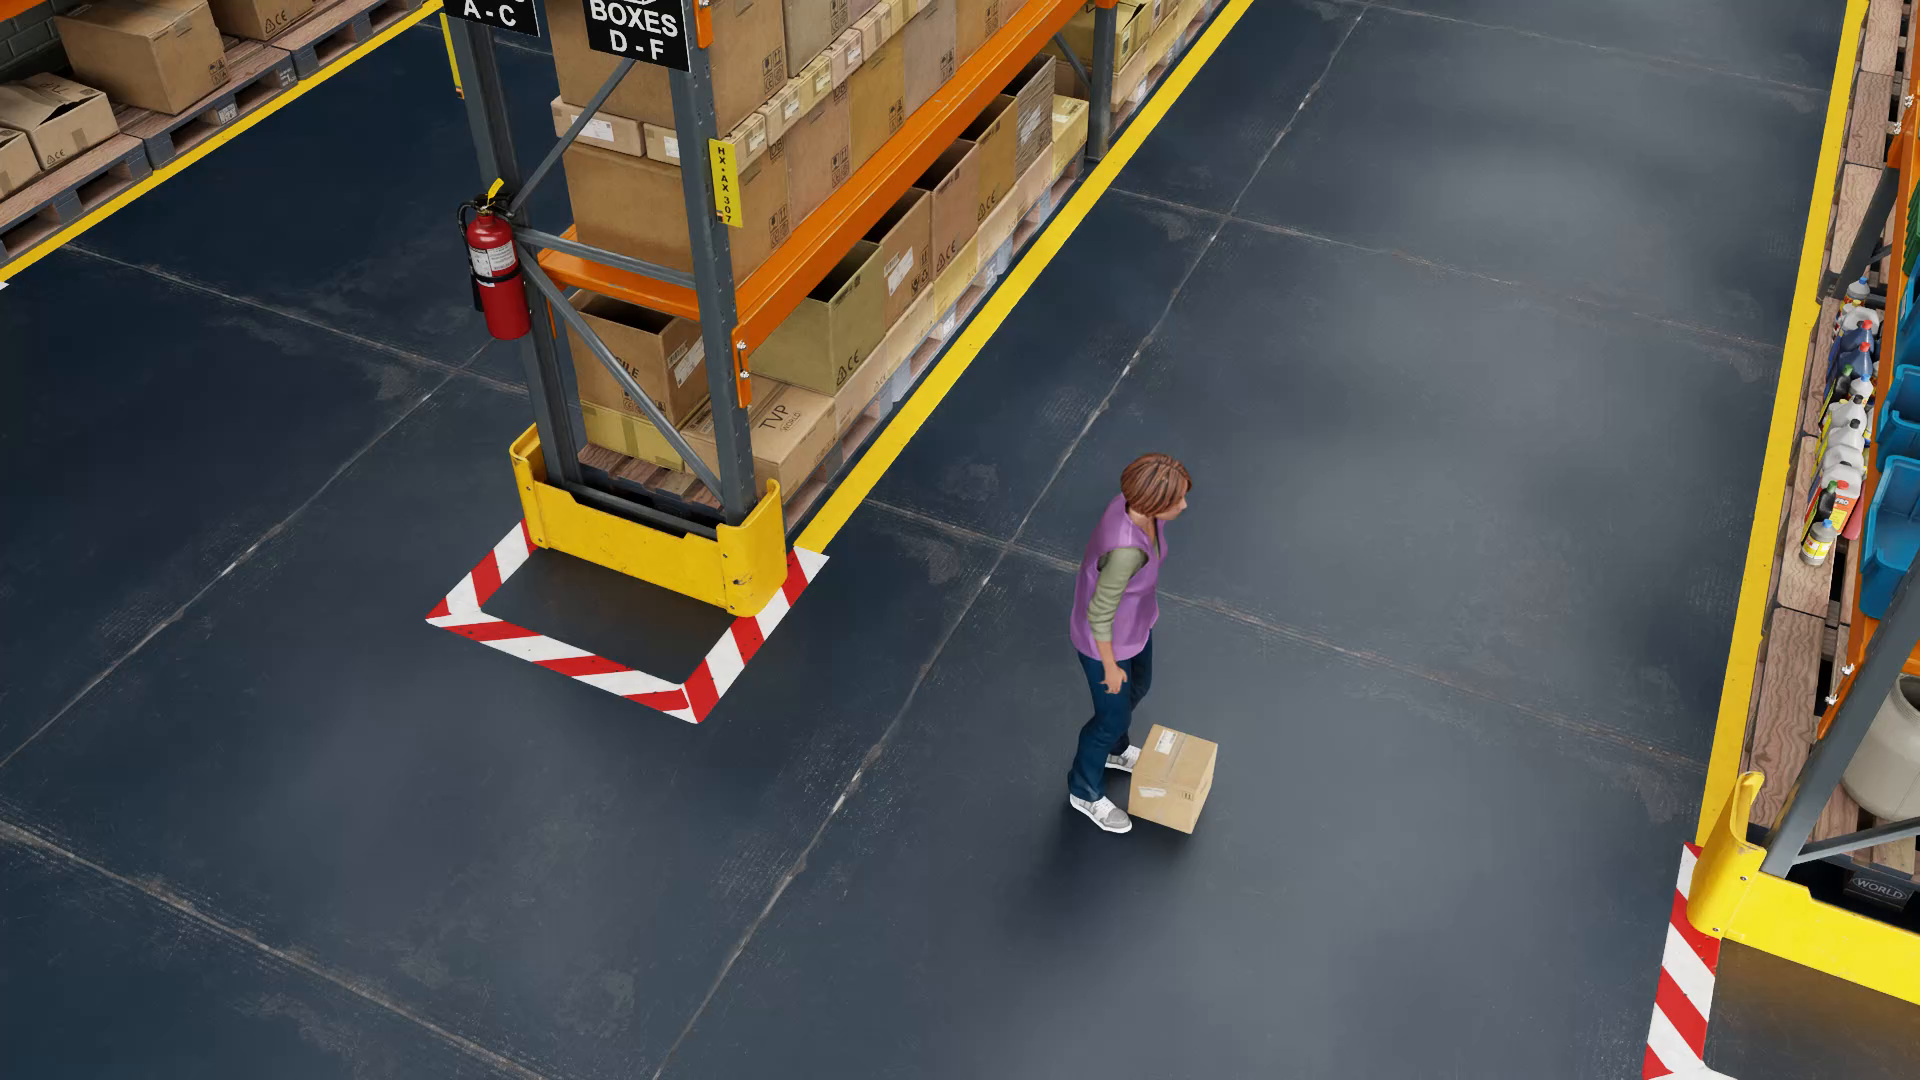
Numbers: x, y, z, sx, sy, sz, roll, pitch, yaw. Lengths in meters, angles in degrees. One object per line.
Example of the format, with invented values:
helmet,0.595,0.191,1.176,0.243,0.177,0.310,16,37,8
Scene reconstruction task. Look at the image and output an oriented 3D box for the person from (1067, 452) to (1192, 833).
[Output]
person,0.565,0.330,5.811,0.349,1.591,0.480,15,45,16
